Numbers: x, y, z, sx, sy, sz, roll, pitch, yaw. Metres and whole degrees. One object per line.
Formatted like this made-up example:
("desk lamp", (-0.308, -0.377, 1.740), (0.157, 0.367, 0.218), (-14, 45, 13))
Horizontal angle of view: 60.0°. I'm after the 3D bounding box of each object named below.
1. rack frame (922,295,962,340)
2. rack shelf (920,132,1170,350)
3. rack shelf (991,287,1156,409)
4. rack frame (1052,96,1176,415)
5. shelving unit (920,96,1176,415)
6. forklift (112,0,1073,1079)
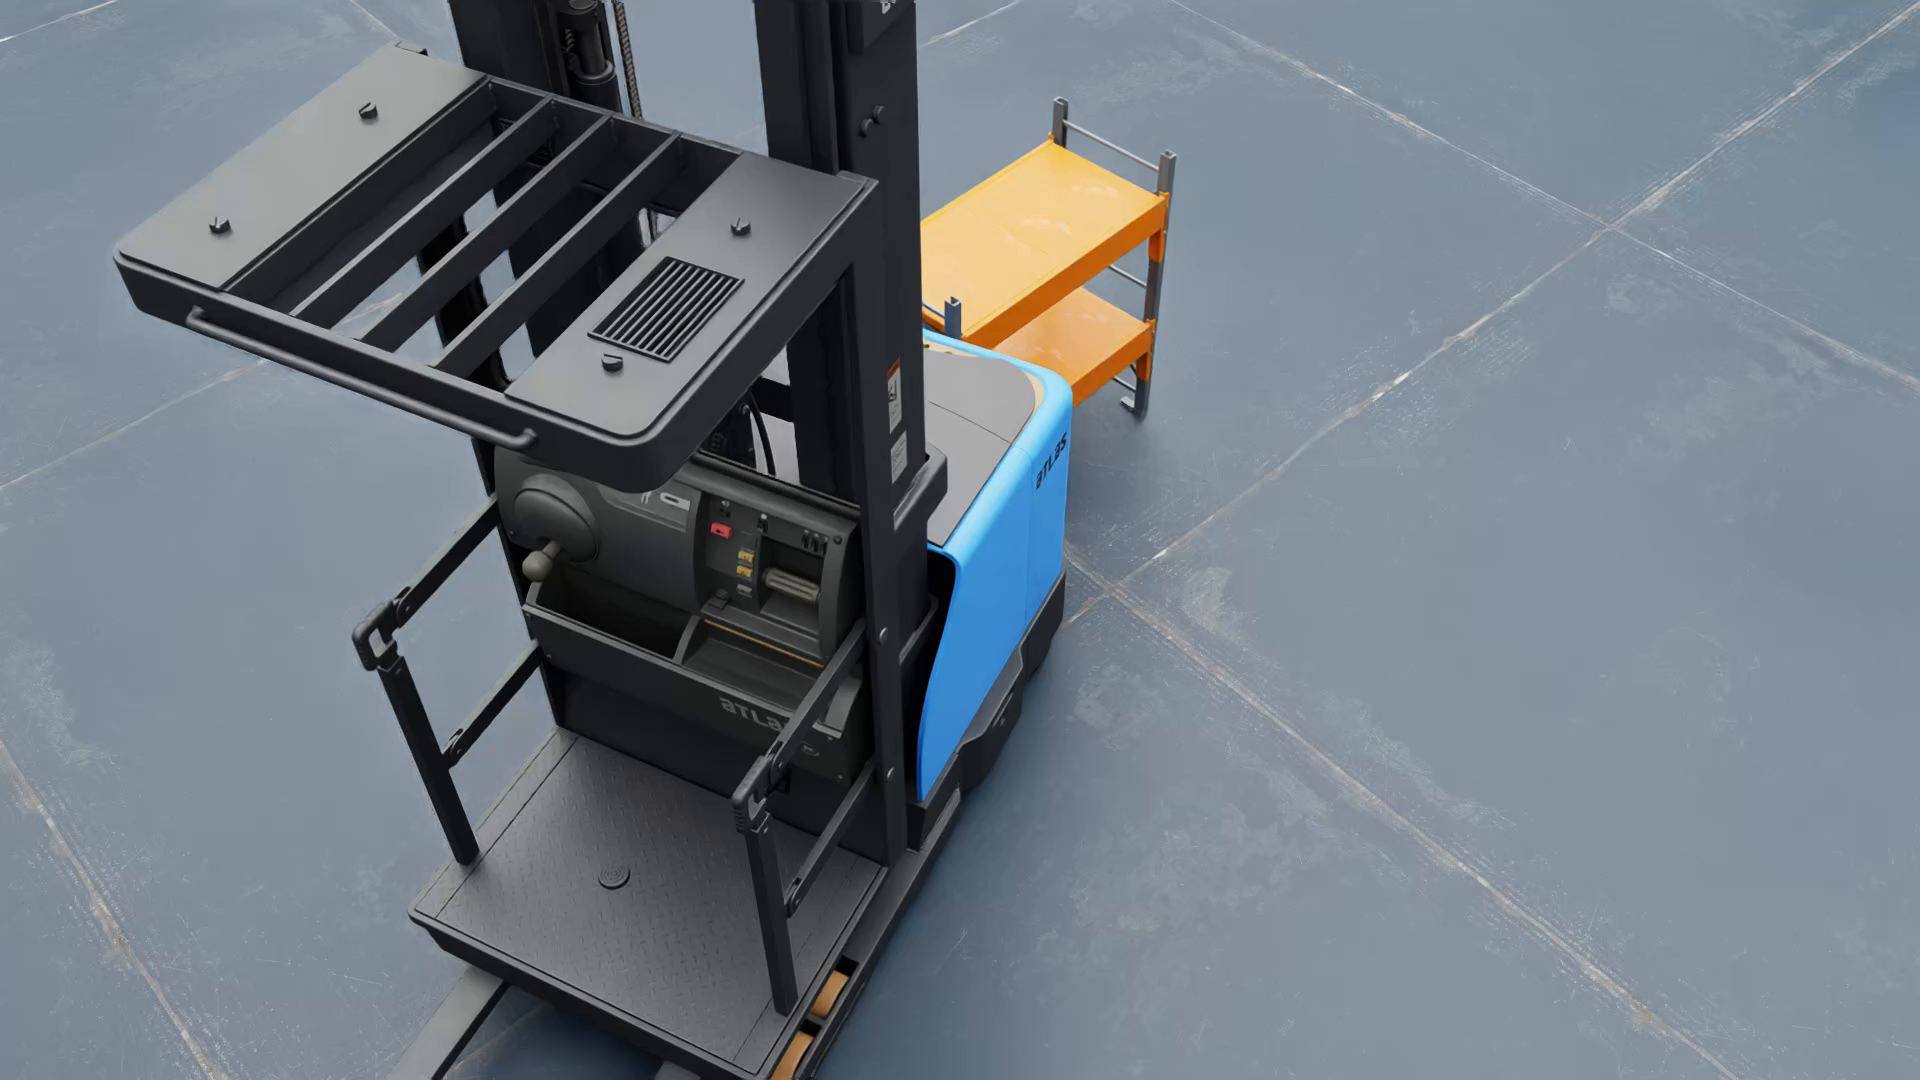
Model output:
("rack frame", (-0.188, -0.434, 5.385), (0.500, 1.125, 0.032), (34, 56, 28))
("rack shelf", (0.159, -0.905, 5.422), (0.538, 0.278, 1.000), (34, 56, 28))
("rack shelf", (0.159, -0.541, 5.816), (0.538, 0.278, 1.000), (34, 56, 28))
("rack frame", (0.506, -0.980, 5.889), (0.500, 1.125, 0.032), (34, 56, 28))
("shelving unit", (0.159, -0.707, 5.637), (0.538, 1.125, 1.048), (34, 56, 28))
("forklift", (-0.764, 0.086, 3.677), (1.130, 2.935, 3.031), (20, 50, 17))
